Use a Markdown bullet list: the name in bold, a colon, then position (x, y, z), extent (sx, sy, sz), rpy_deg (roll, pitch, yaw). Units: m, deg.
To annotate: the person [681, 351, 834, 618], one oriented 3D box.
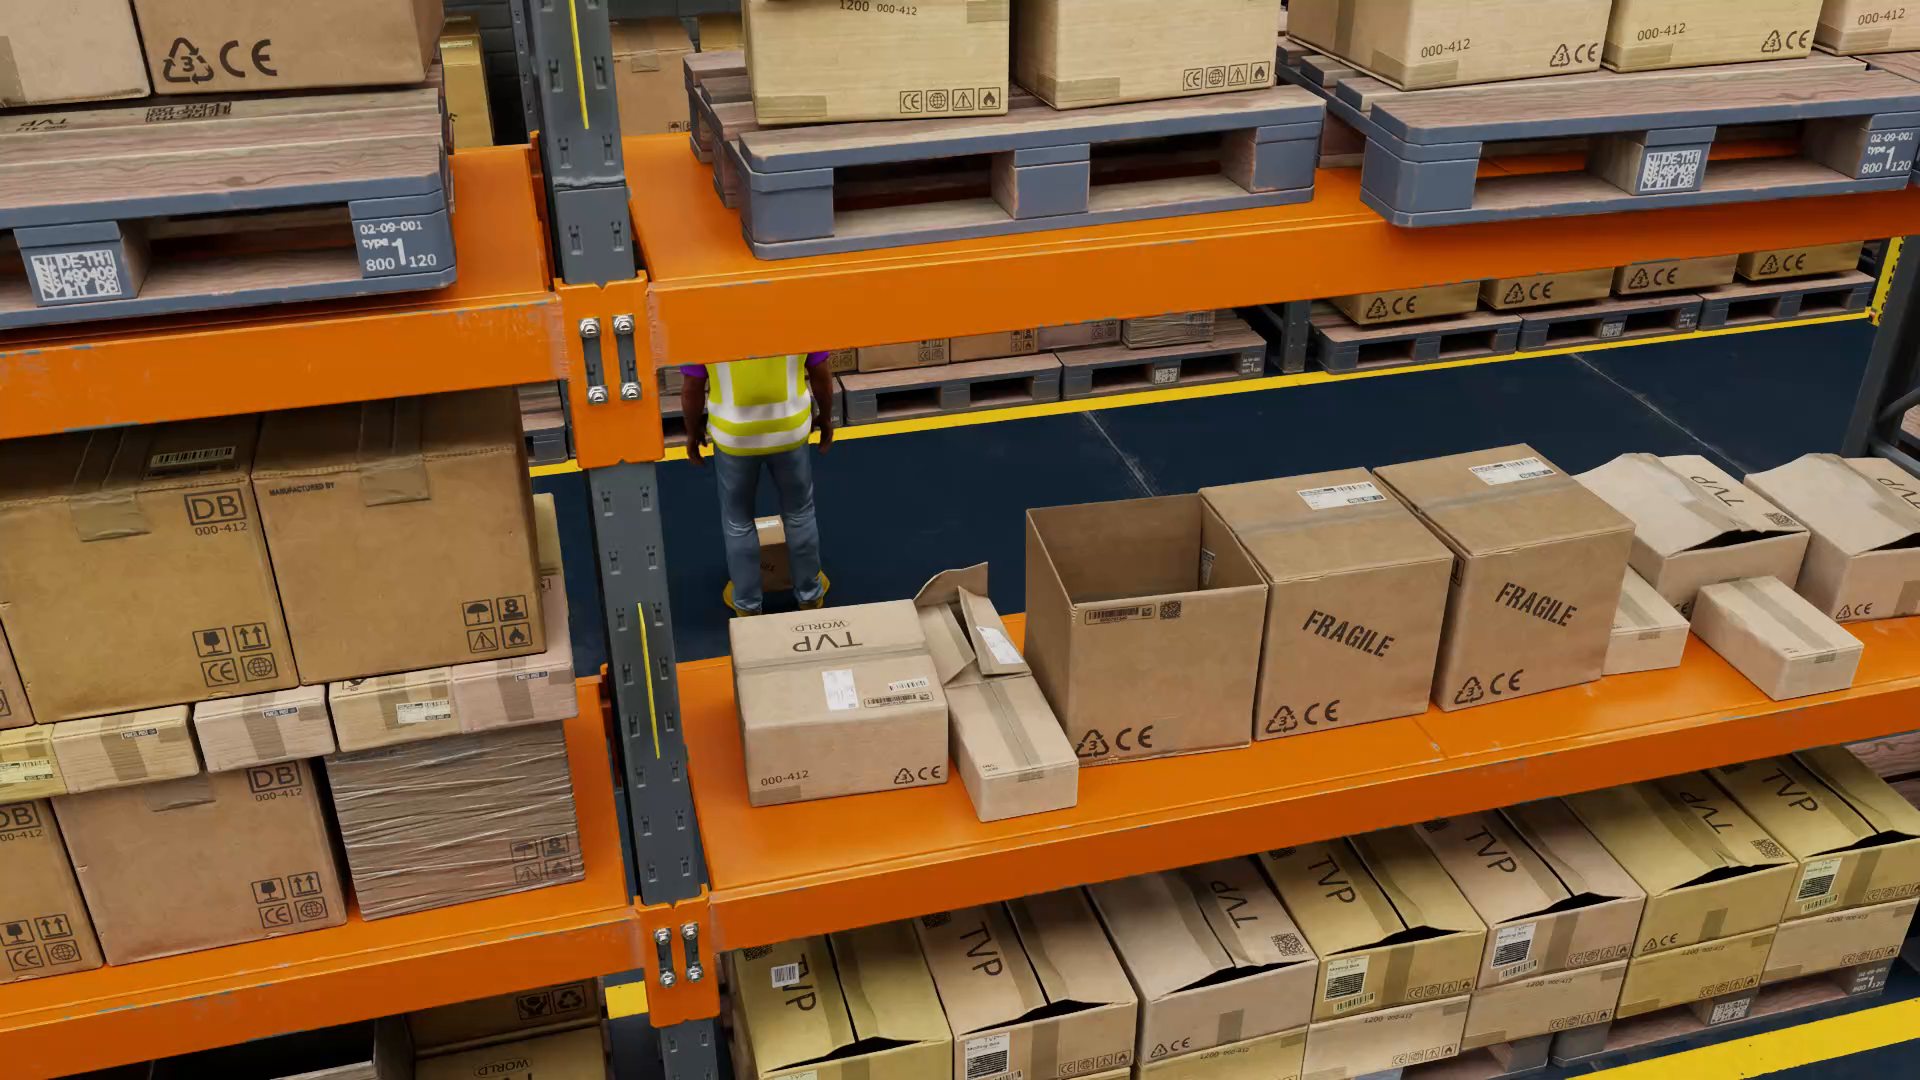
- **person**: position (-0.835, -0.473, 6.927), extent (0.628, 1.761, 0.458), rpy_deg (-7, 31, -12)
